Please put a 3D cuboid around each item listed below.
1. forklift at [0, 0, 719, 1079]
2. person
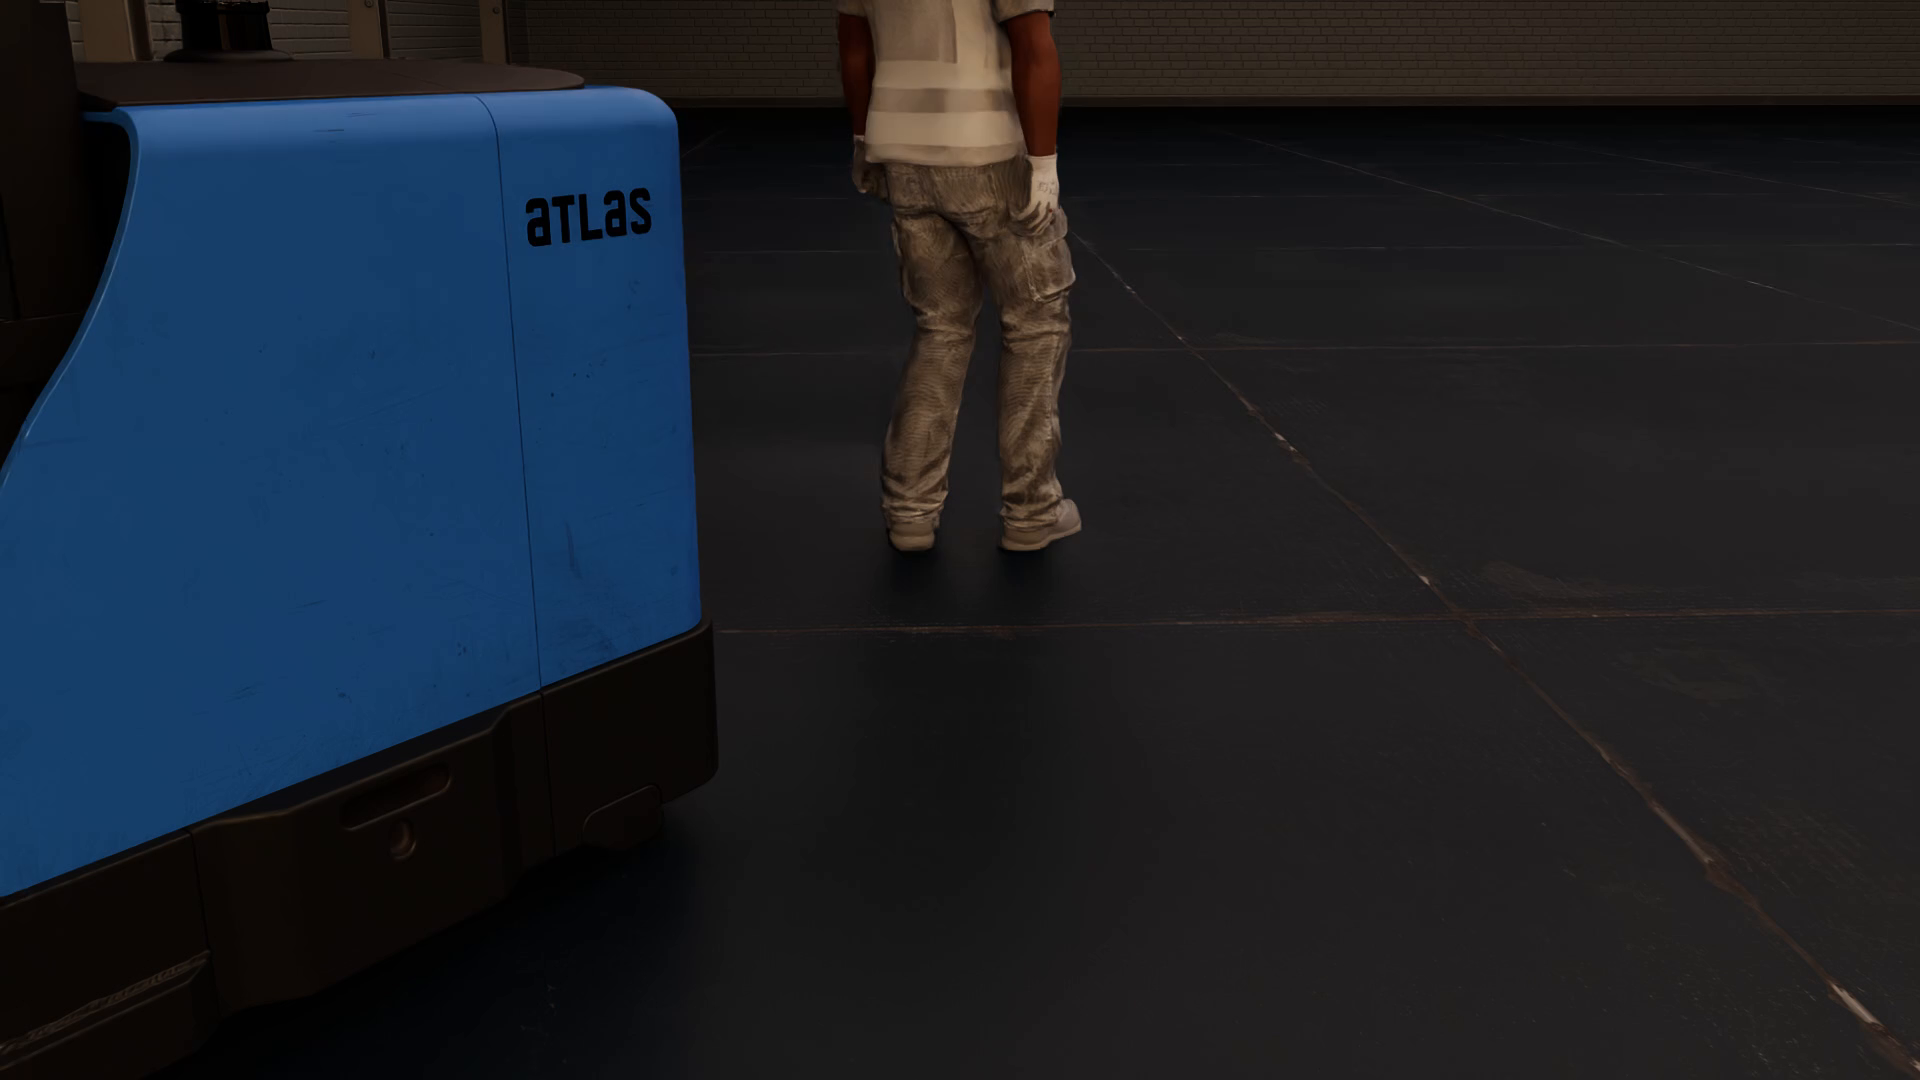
[{"bbox_3d":[-1.646,-0.724,1.275,1.130,2.935,3.031,12,21,35],"label":"forklift"},{"bbox_3d":[0.017,-0.859,3.747,0.637,1.781,0.476,13,22,37],"label":"person"}]
